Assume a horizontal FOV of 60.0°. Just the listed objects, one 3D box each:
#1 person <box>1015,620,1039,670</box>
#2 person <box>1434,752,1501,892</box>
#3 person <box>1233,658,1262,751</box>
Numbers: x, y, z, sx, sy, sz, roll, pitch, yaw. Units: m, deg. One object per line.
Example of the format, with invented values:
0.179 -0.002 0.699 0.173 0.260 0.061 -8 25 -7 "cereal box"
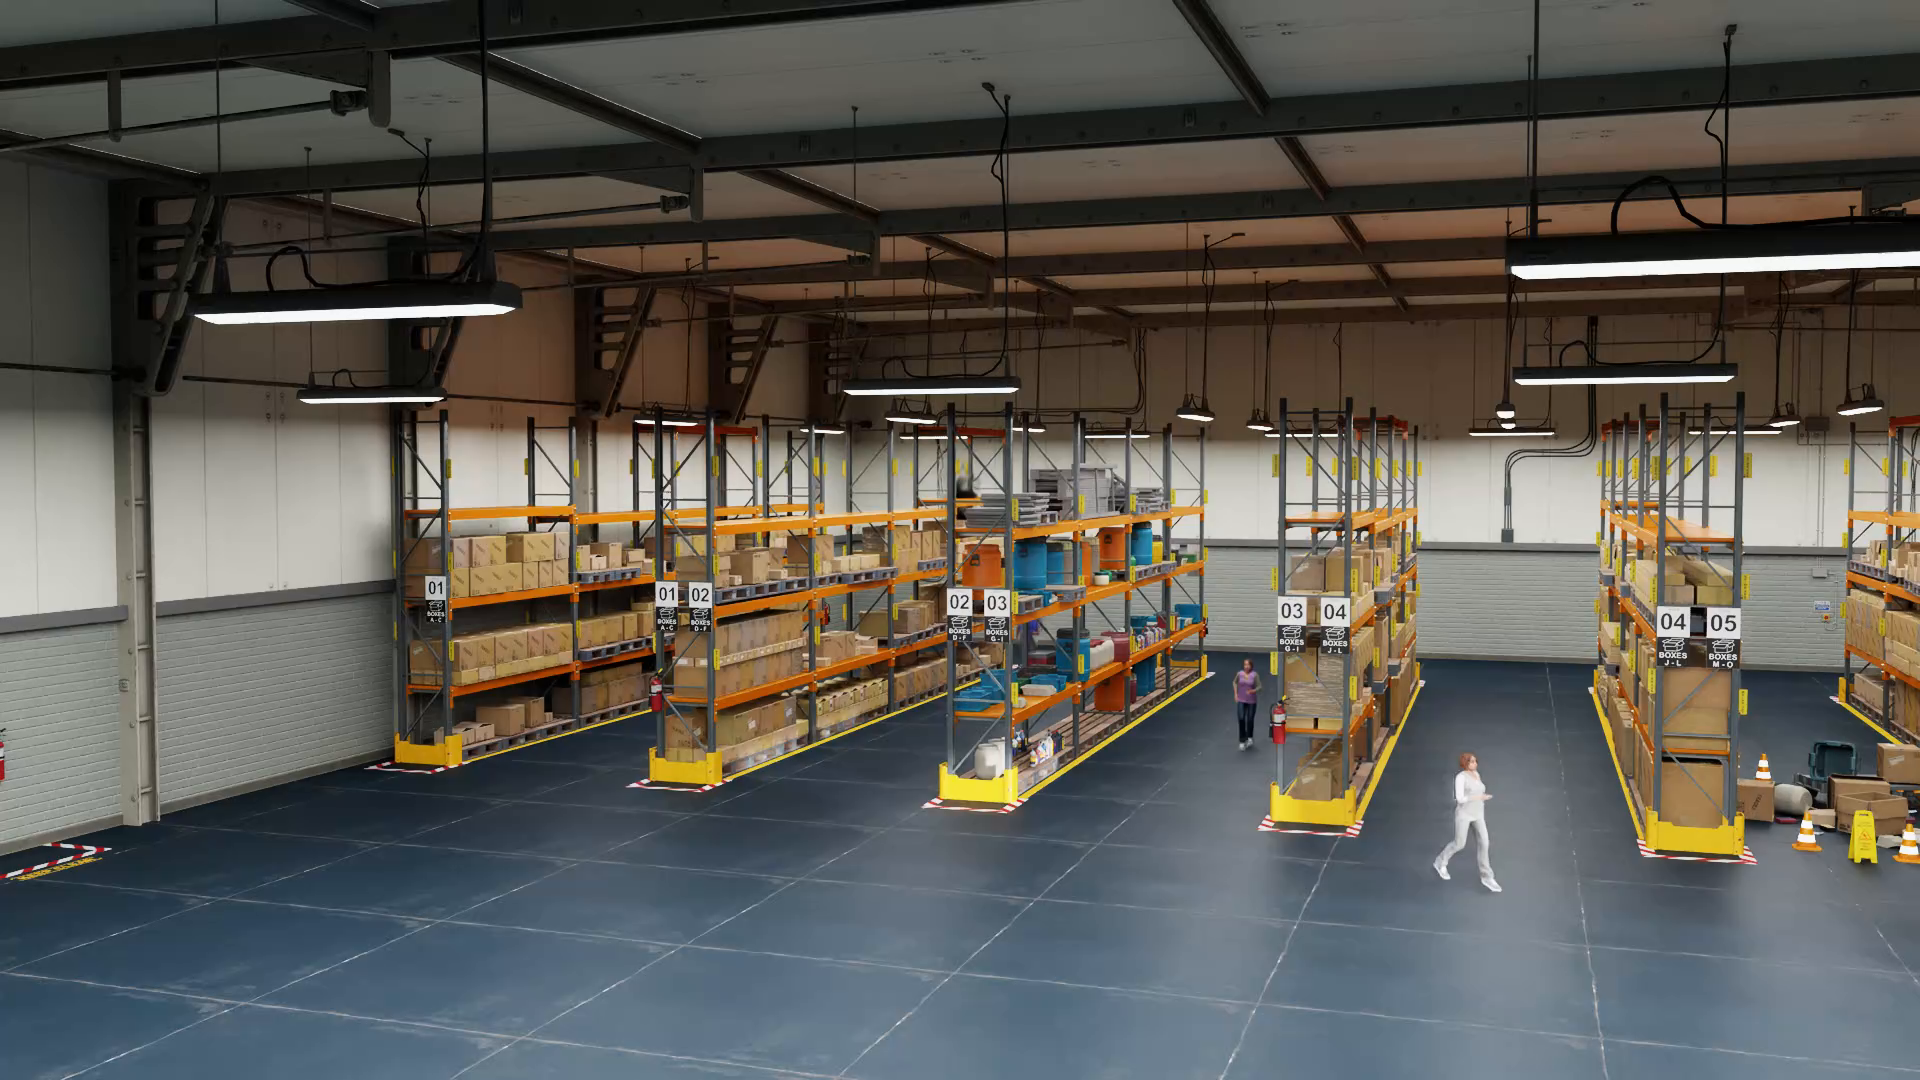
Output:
1.525 2.384 37.986 0.583 1.620 0.874 1 2 12 "person"
6.062 3.324 19.843 0.530 1.603 0.863 -2 3 -33 "person"
5.131 2.984 29.732 0.539 1.558 0.634 1 3 15 "person"
